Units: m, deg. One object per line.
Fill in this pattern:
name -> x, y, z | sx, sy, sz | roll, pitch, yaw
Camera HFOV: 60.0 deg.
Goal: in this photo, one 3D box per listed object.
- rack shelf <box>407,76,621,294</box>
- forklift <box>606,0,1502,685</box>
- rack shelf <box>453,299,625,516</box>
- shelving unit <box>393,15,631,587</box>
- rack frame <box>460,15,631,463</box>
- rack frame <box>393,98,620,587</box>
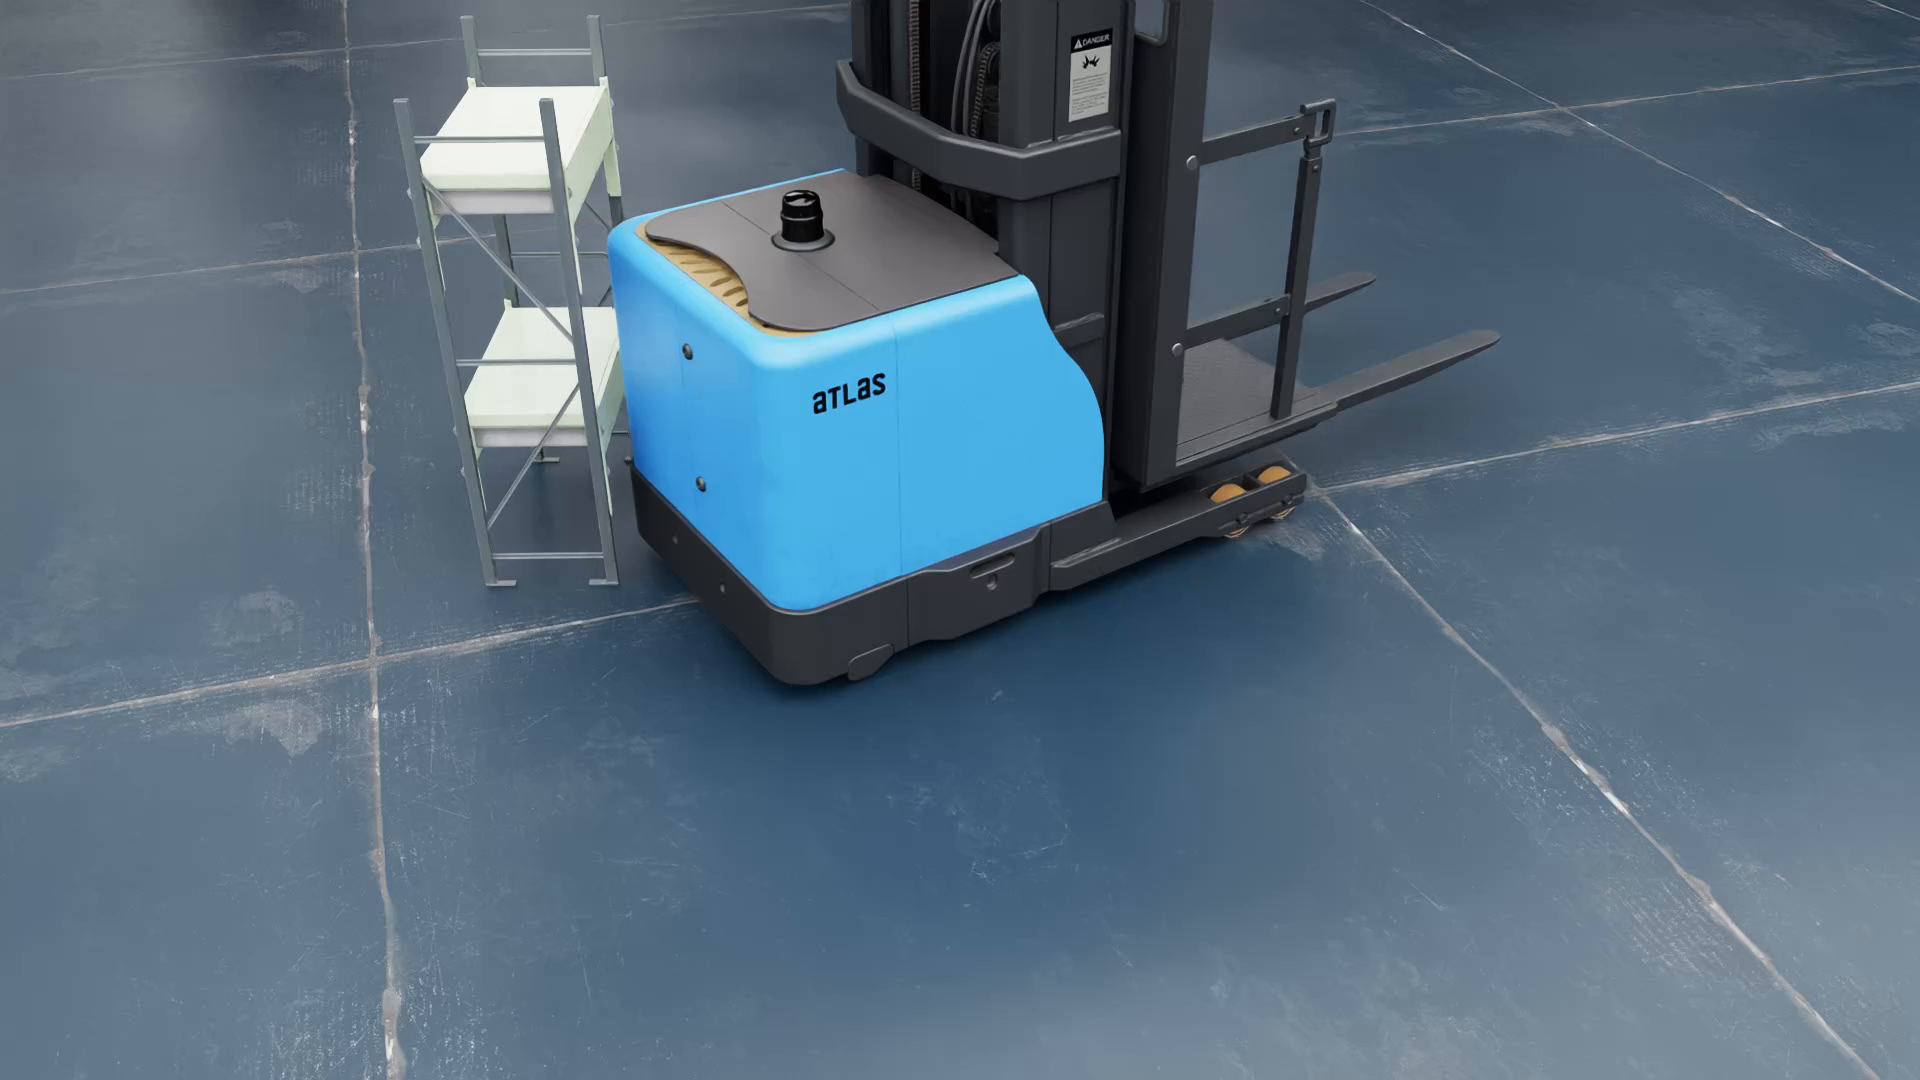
rack shelf -> -1.242, -1.019, 4.724 | 0.431, 0.370, 0.720 | -1, 33, -1
forklift -> 0.503, -1.452, 4.788 | 3.031, 2.935, 1.130 | -20, 39, -28
rack shelf -> -1.242, -0.421, 5.119 | 0.431, 0.370, 0.720 | -1, 33, -1
shelving unit -> -1.242, -0.693, 4.939 | 0.431, 1.500, 0.755 | -1, 33, -1
rack frame -> -1.250, -0.895, 5.244 | 0.400, 1.500, 0.023 | -1, 33, -1
rack frame -> -1.235, -0.492, 4.634 | 0.400, 1.500, 0.023 | -1, 33, -1
